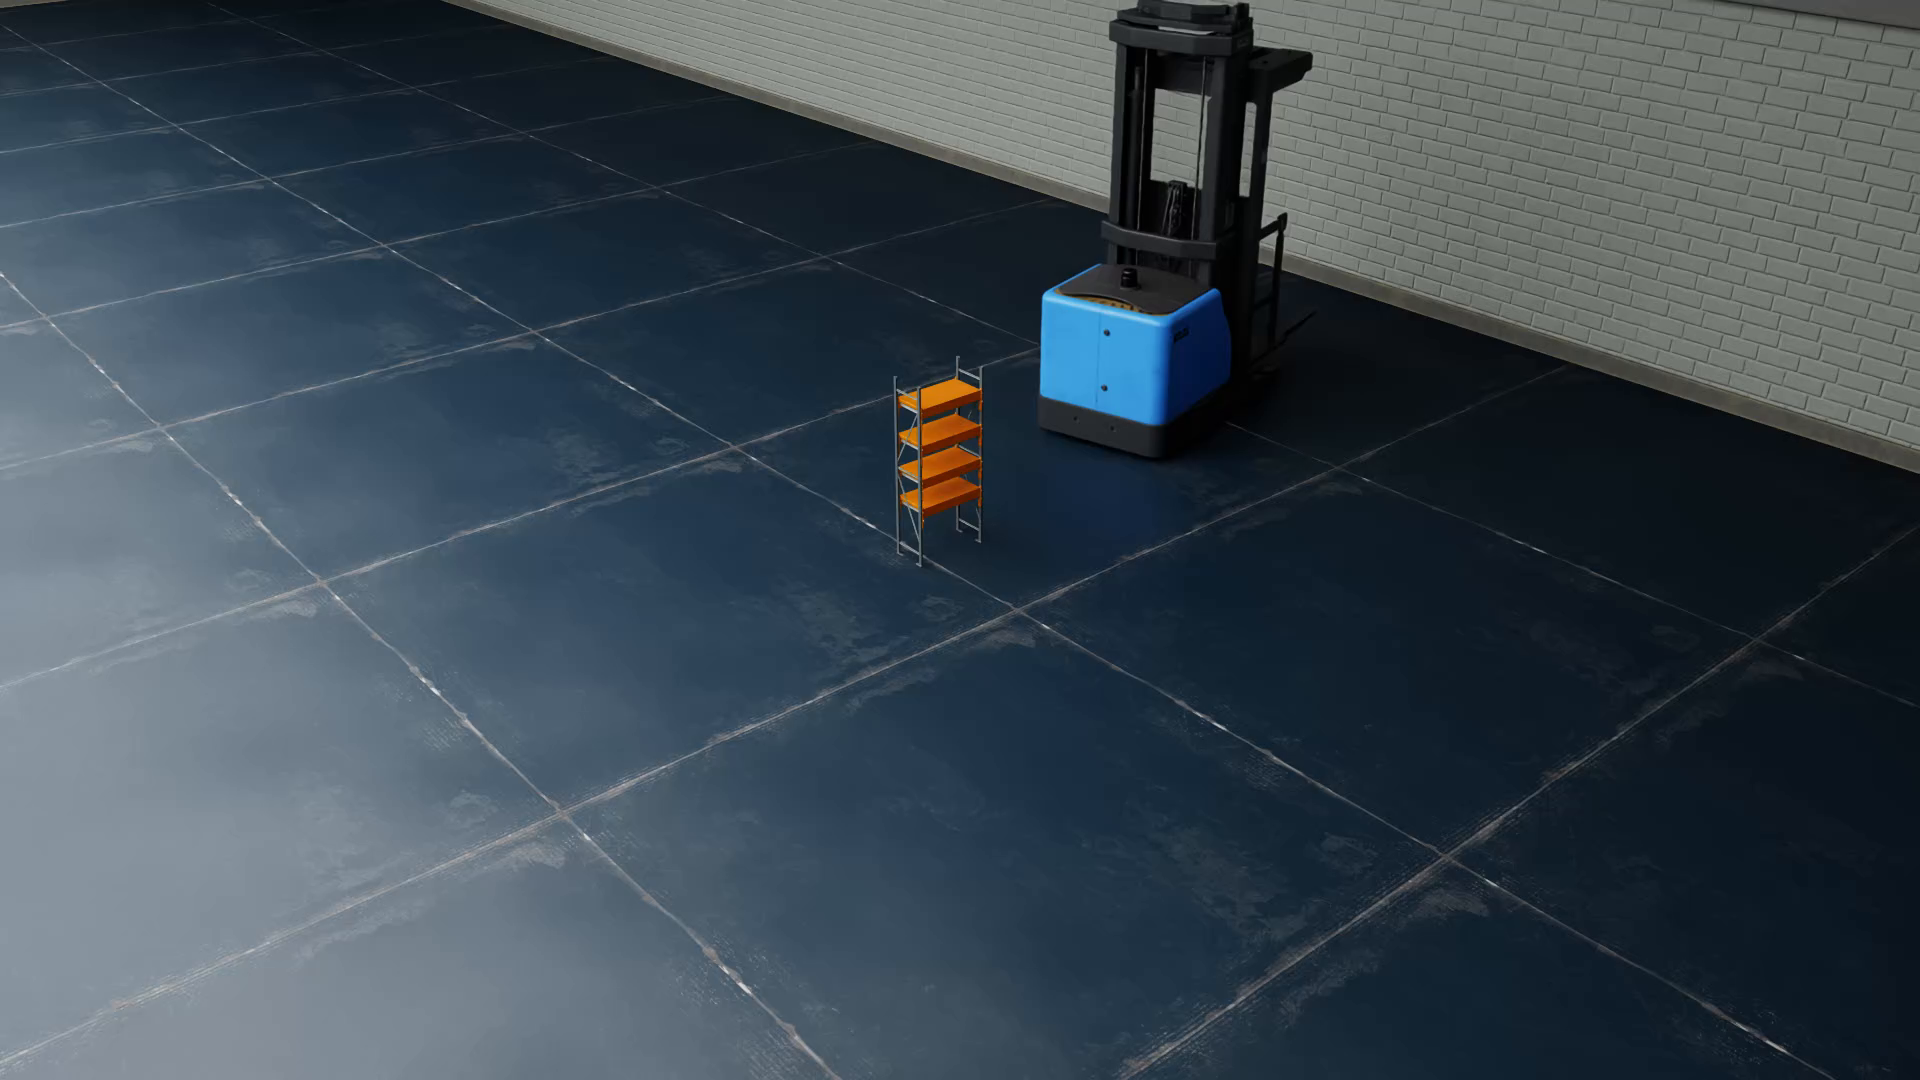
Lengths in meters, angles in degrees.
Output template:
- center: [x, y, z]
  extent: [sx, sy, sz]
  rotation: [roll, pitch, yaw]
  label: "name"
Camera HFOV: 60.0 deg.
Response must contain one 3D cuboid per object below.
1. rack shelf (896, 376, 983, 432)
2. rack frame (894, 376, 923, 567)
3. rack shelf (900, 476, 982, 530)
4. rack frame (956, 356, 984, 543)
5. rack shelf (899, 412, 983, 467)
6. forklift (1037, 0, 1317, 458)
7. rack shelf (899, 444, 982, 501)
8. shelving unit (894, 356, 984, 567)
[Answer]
- center: [-0.126, -0.825, 10.046]
  extent: [0.480, 0.148, 0.258]
  rotation: [-22, 35, -35]
  label: "rack shelf"
- center: [-0.312, -0.404, 10.091]
  extent: [0.015, 1.200, 0.240]
  rotation: [-22, 35, -35]
  label: "rack frame"
- center: [-0.126, -0.244, 10.356]
  extent: [0.480, 0.148, 0.258]
  rotation: [-22, 35, -35]
  label: "rack shelf"
- center: [0.060, -0.553, 10.370]
  extent: [0.015, 1.200, 0.240]
  rotation: [-22, 35, -35]
  label: "rack frame"
- center: [-0.126, -0.616, 10.157]
  extent: [0.480, 0.148, 0.258]
  rotation: [-22, 35, -35]
  label: "rack shelf"
- center: [1.807, -2.507, 12.190]
  extent: [1.130, 2.935, 3.031]
  rotation: [18, 33, 30]
  label: "forklift"
- center: [-0.126, -0.419, 10.262]
  extent: [0.480, 0.148, 0.258]
  rotation: [-22, 35, -35]
  label: "rack shelf"
- center: [-0.126, -0.479, 10.231]
  extent: [0.503, 1.200, 0.258]
  rotation: [-22, 35, -35]
  label: "shelving unit"
